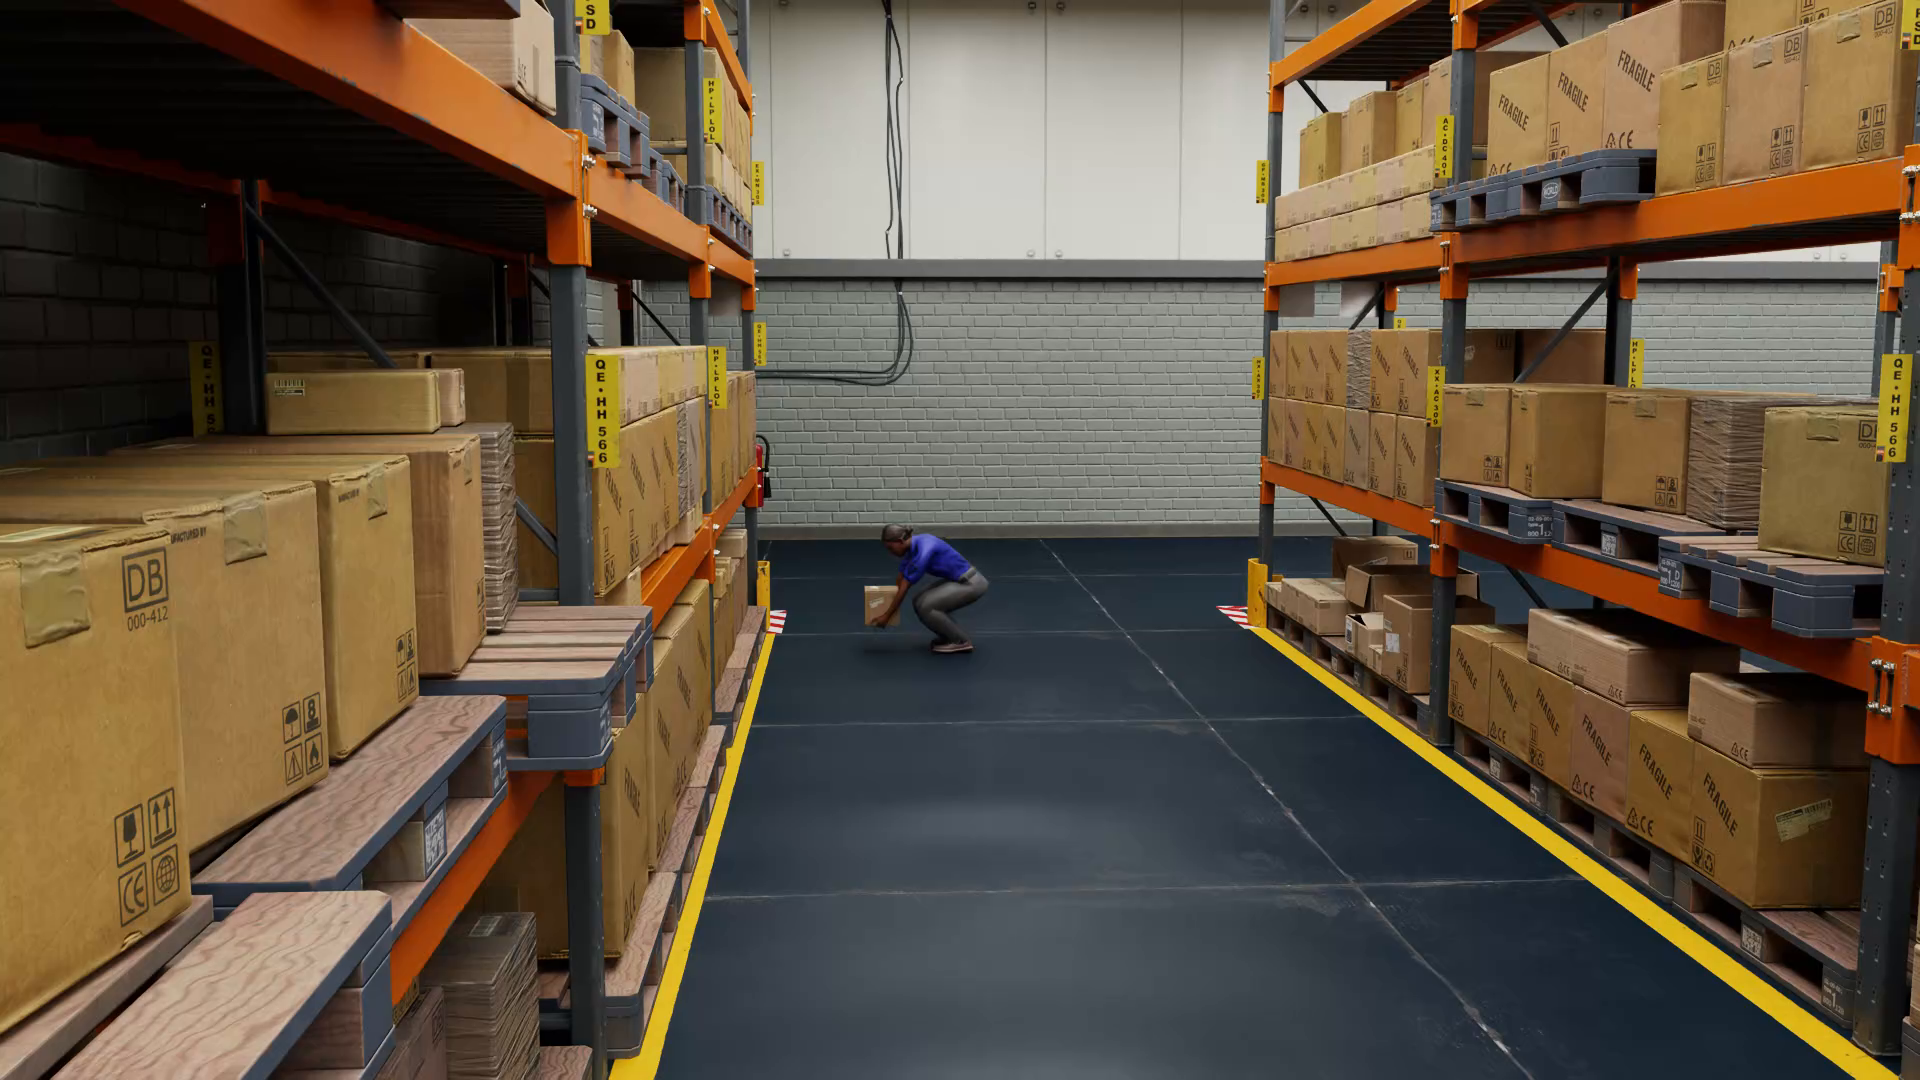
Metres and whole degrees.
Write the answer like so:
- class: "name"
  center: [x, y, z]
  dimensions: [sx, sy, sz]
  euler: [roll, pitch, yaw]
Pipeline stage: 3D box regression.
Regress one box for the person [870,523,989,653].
- class: "person"
  center: [-0.225, 0.339, 12.026]
  dimensions: [0.860, 0.939, 0.459]
  euler: [-1, 7, -5]
